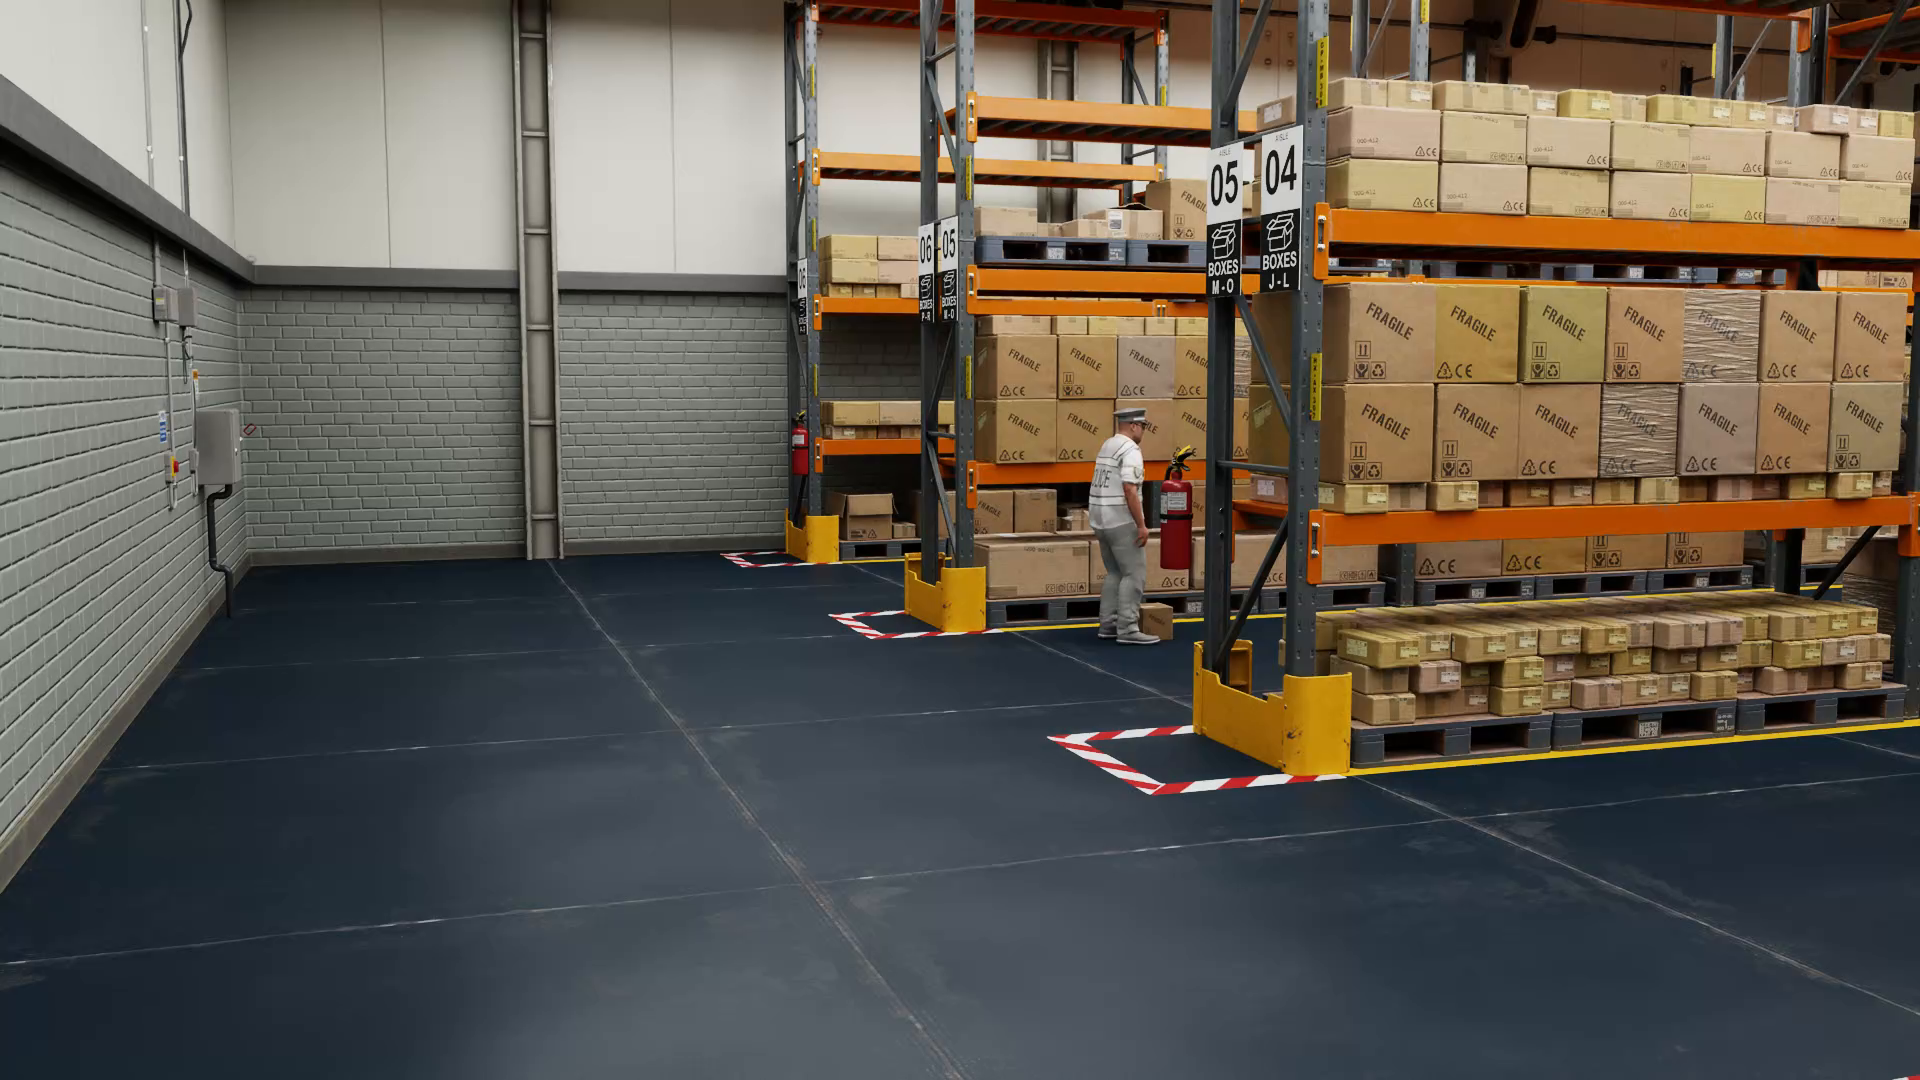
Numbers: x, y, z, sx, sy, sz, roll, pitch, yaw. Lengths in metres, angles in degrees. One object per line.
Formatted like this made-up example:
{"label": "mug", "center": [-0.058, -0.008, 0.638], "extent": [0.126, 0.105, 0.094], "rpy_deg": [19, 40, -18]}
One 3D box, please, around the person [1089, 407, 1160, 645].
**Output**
{"label": "person", "center": [1.204, -0.114, 12.429], "extent": [0.439, 1.747, 0.585], "rpy_deg": [-2, 6, -19]}
